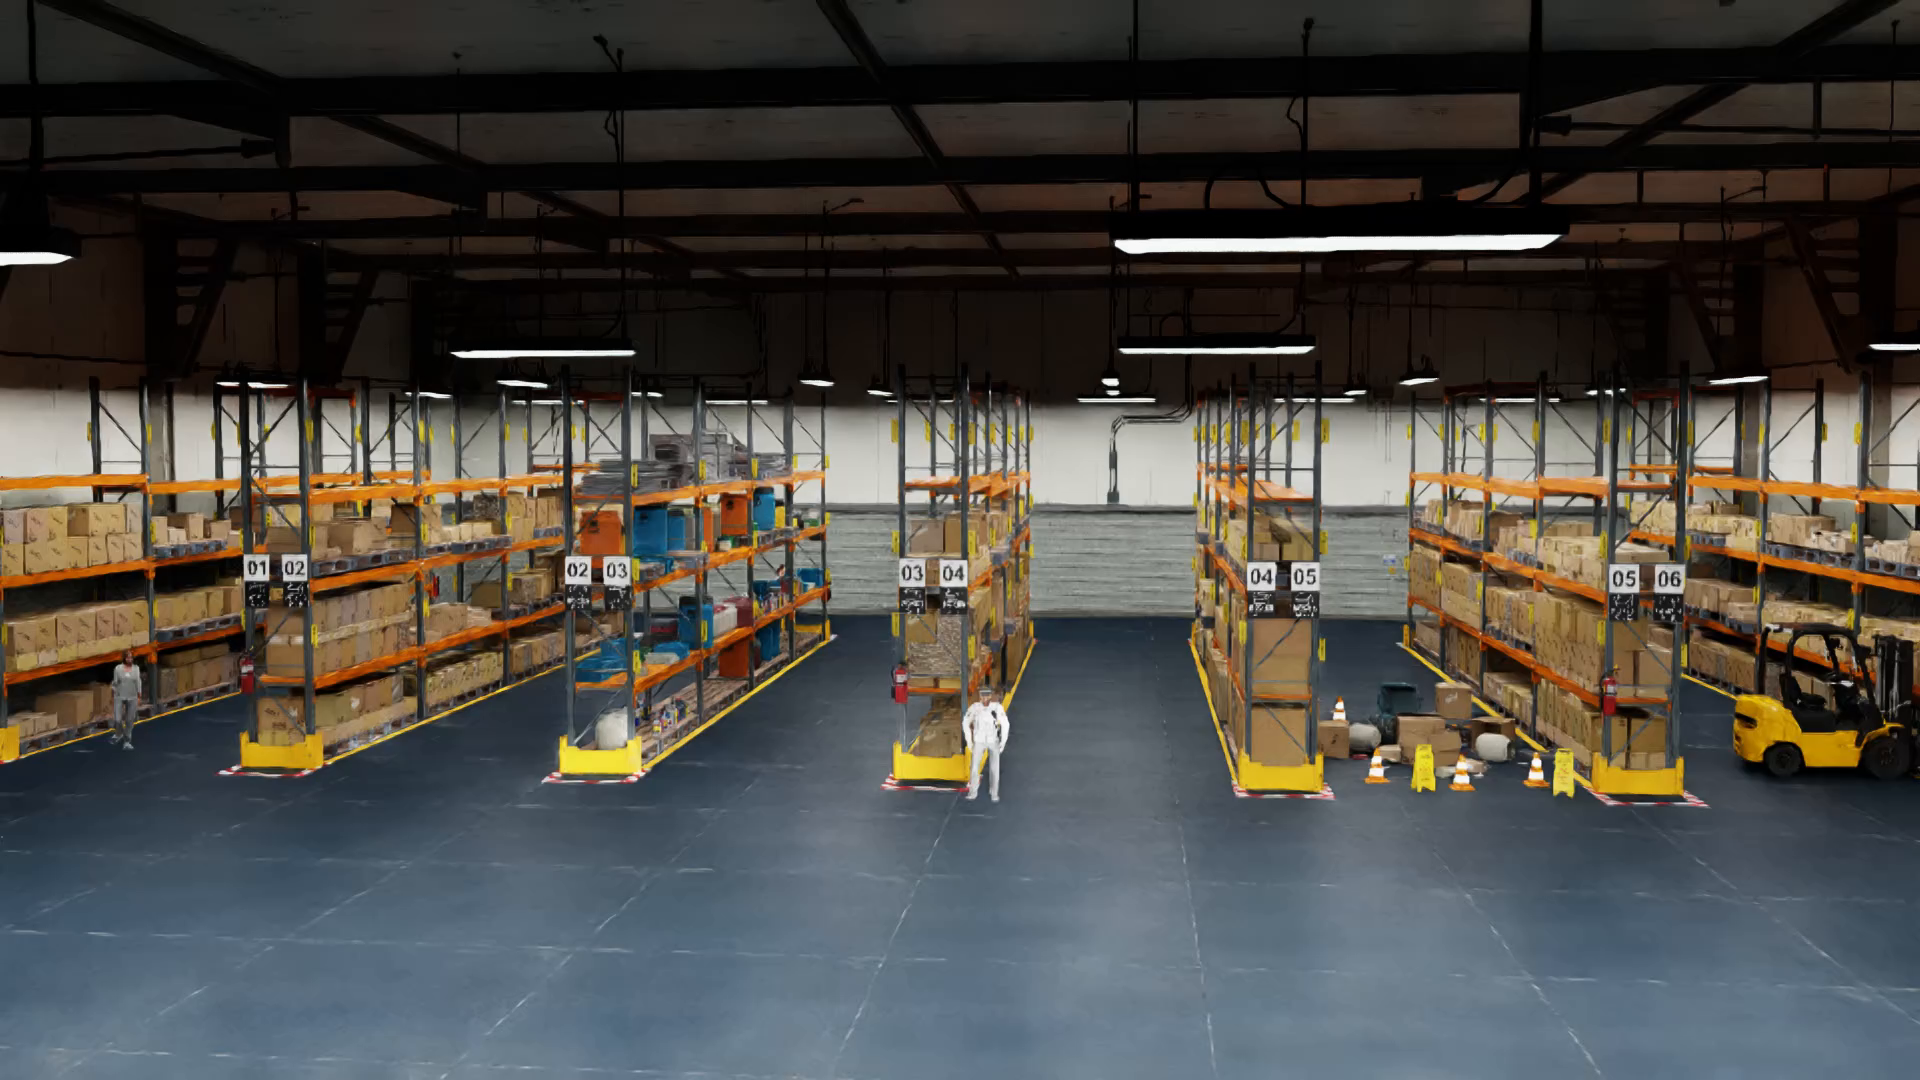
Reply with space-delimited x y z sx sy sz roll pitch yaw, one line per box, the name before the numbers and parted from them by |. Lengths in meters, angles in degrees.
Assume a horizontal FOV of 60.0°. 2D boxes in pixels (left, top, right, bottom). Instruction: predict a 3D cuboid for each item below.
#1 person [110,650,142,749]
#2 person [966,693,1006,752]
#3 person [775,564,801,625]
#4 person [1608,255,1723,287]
person | -13.227 2.517 26.354 0.471 1.589 0.475 -2 4 -34
person | 0.352 2.411 22.540 0.550 0.903 0.403 0 4 4
person | -4.502 1.427 42.579 0.565 1.658 0.687 3 5 43
person | 15.471 -2.092 39.961 5.335 8.937 8.690 1 4 22
